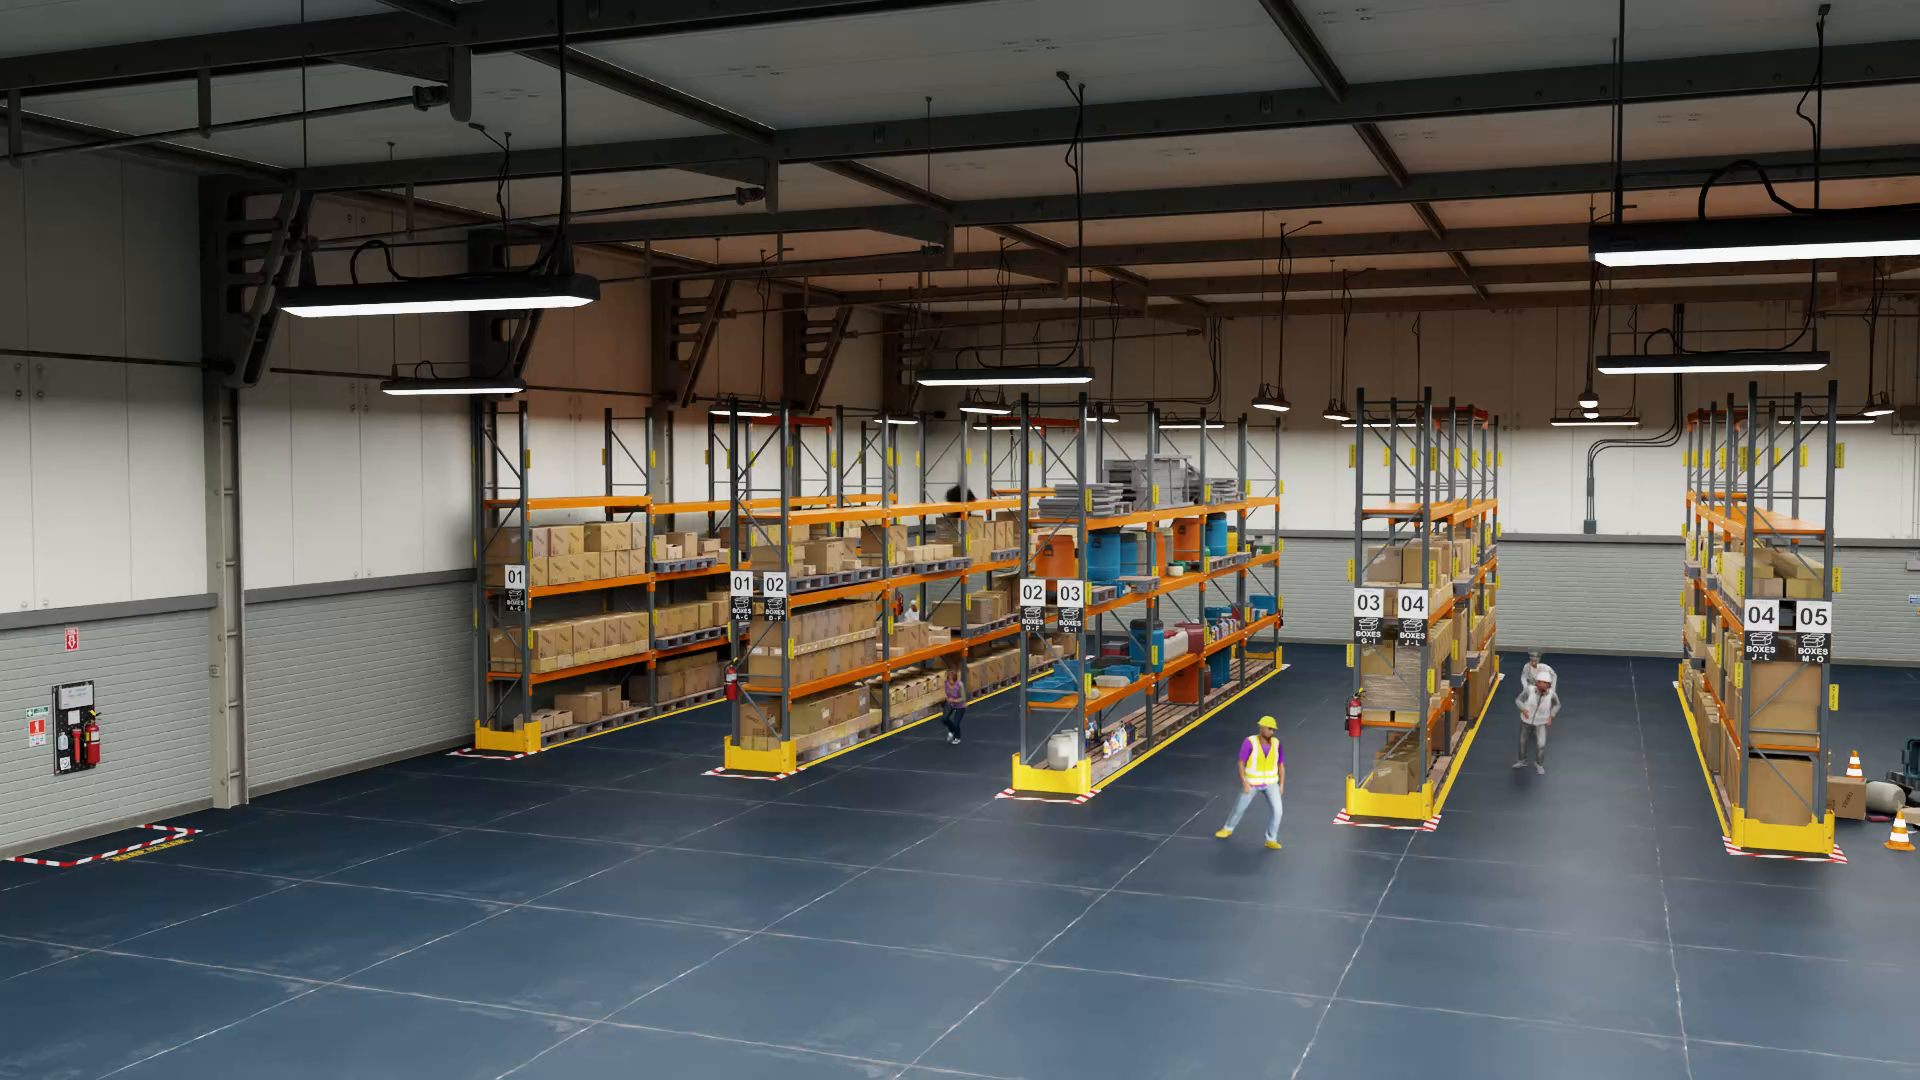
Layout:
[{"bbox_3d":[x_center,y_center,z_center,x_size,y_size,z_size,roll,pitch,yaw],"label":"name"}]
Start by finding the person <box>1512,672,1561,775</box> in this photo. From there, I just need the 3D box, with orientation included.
[{"bbox_3d":[9.202,2.905,26.579,0.734,1.674,0.788,1,3,24],"label":"person"}]

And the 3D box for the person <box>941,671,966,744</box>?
[{"bbox_3d":[-0.109,2.921,28.825,0.552,1.330,0.919,1,3,21],"label":"person"}]

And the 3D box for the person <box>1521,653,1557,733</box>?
[{"bbox_3d":[10.588,2.788,30.390,0.632,1.485,0.860,2,3,29],"label":"person"}]

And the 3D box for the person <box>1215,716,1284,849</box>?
[{"bbox_3d":[3.757,3.104,21.507,0.854,1.704,0.718,0,3,-3],"label":"person"}]

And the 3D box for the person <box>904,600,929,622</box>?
[{"bbox_3d":[-1.056,2.238,40.670,0.610,1.574,0.884,0,3,8],"label":"person"}]
